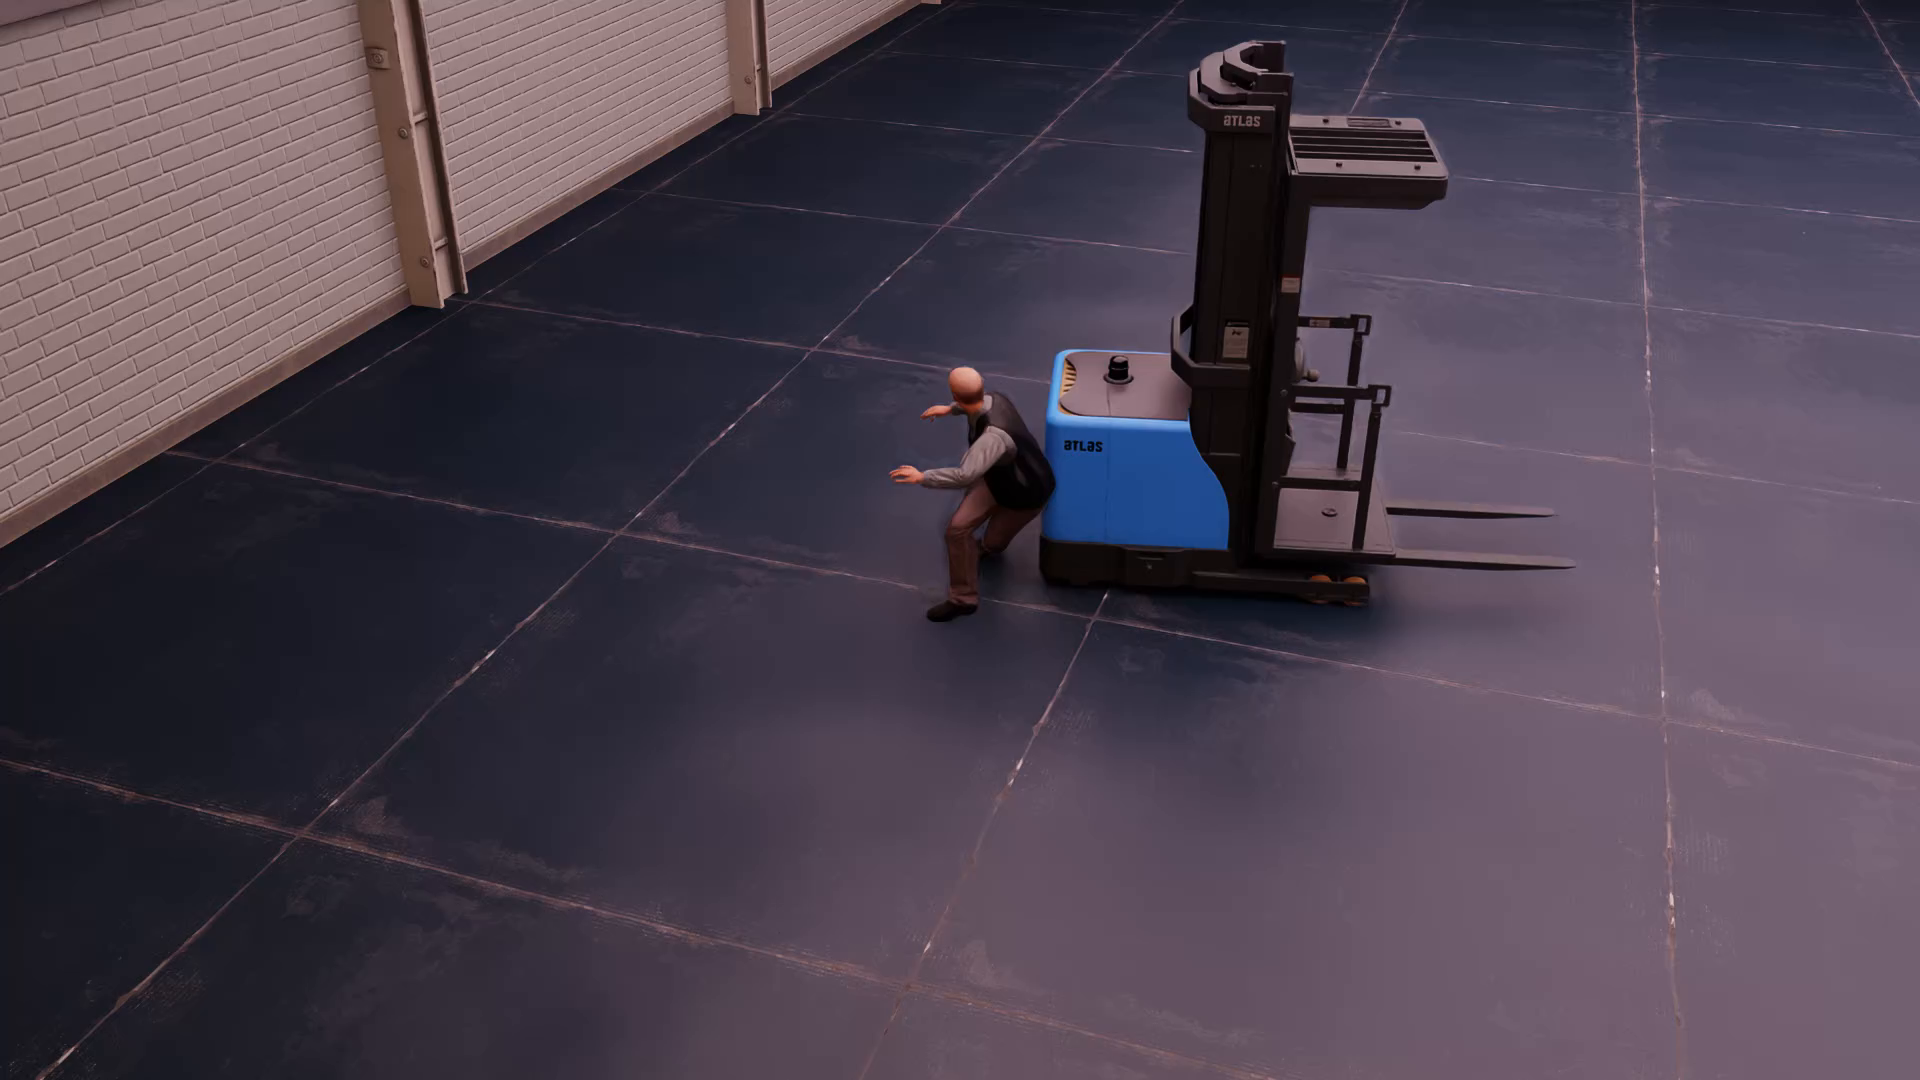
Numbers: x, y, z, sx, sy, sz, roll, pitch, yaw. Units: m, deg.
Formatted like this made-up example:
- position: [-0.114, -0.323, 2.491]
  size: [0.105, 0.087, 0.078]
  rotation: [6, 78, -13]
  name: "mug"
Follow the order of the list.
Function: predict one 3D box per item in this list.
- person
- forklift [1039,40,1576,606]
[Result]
- position: [-0.008, -0.306, 9.140]
  size: [1.003, 1.498, 0.943]
  rotation: [-16, 34, -26]
  name: "person"
- position: [2.011, -1.175, 9.198]
  size: [3.031, 2.935, 1.130]
  rotation: [3, 30, 5]
  name: "forklift"
